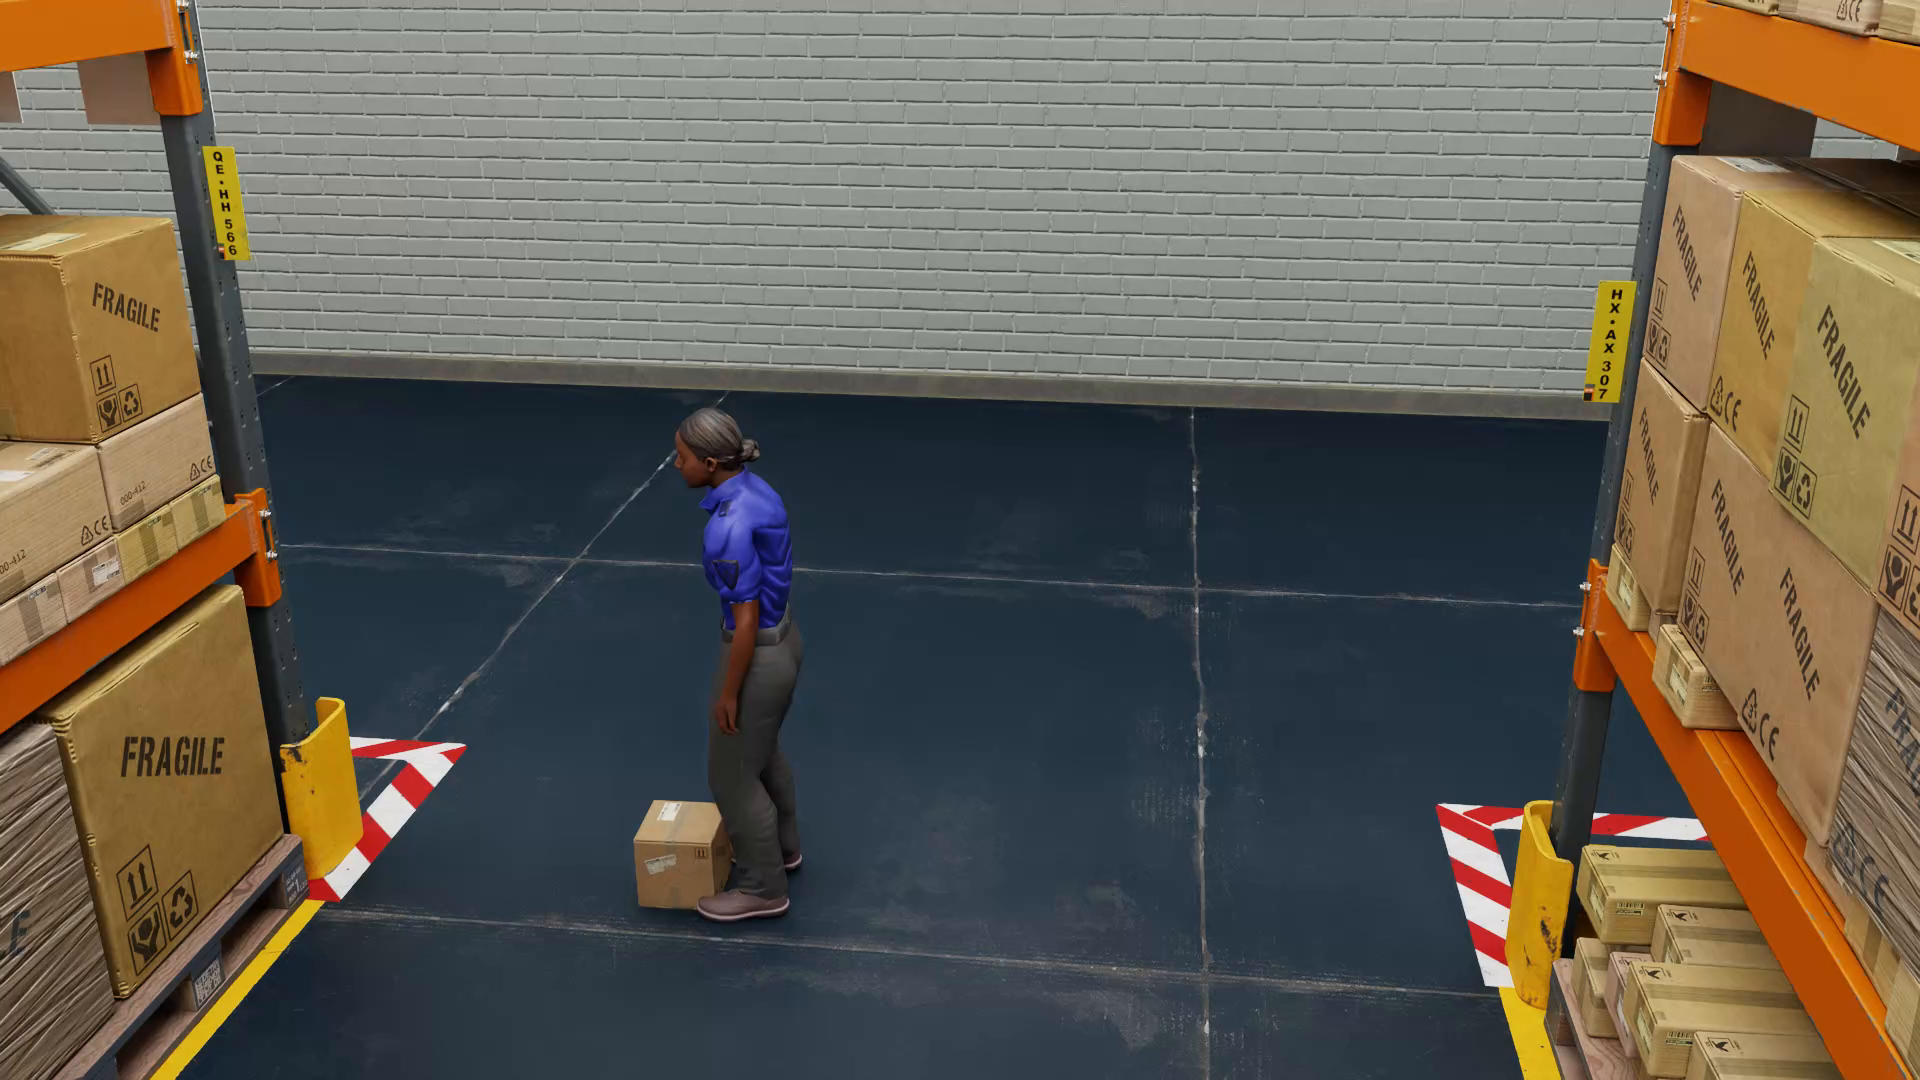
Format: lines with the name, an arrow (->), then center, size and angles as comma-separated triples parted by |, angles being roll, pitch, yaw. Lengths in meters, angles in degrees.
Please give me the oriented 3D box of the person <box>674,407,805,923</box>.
person -> -0.661, 0.376, 5.129 | 0.348, 1.653, 0.524 | 1, 21, 3
